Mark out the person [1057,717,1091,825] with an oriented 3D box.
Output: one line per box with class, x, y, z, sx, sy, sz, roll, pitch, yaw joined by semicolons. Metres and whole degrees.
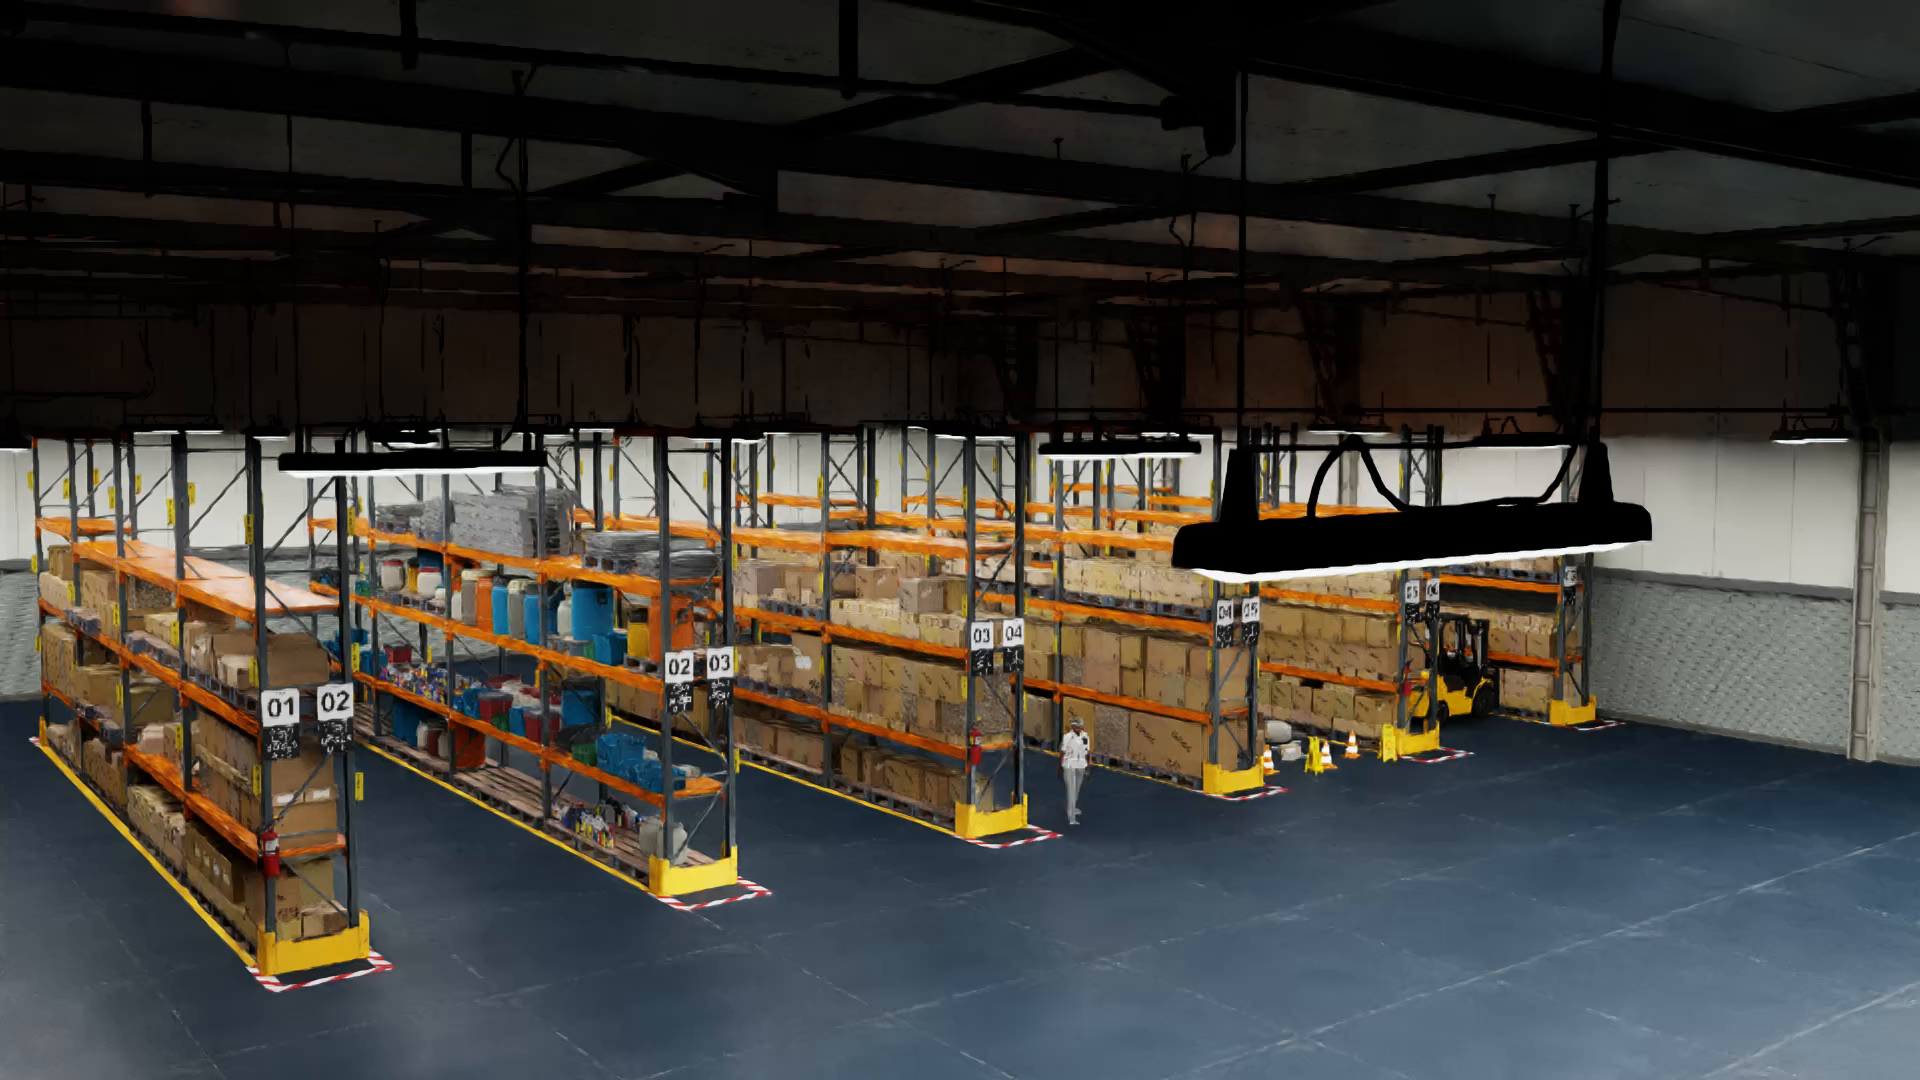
person;1.776;3.498;25.610;0.492;1.616;0.919;-2;5;-20
